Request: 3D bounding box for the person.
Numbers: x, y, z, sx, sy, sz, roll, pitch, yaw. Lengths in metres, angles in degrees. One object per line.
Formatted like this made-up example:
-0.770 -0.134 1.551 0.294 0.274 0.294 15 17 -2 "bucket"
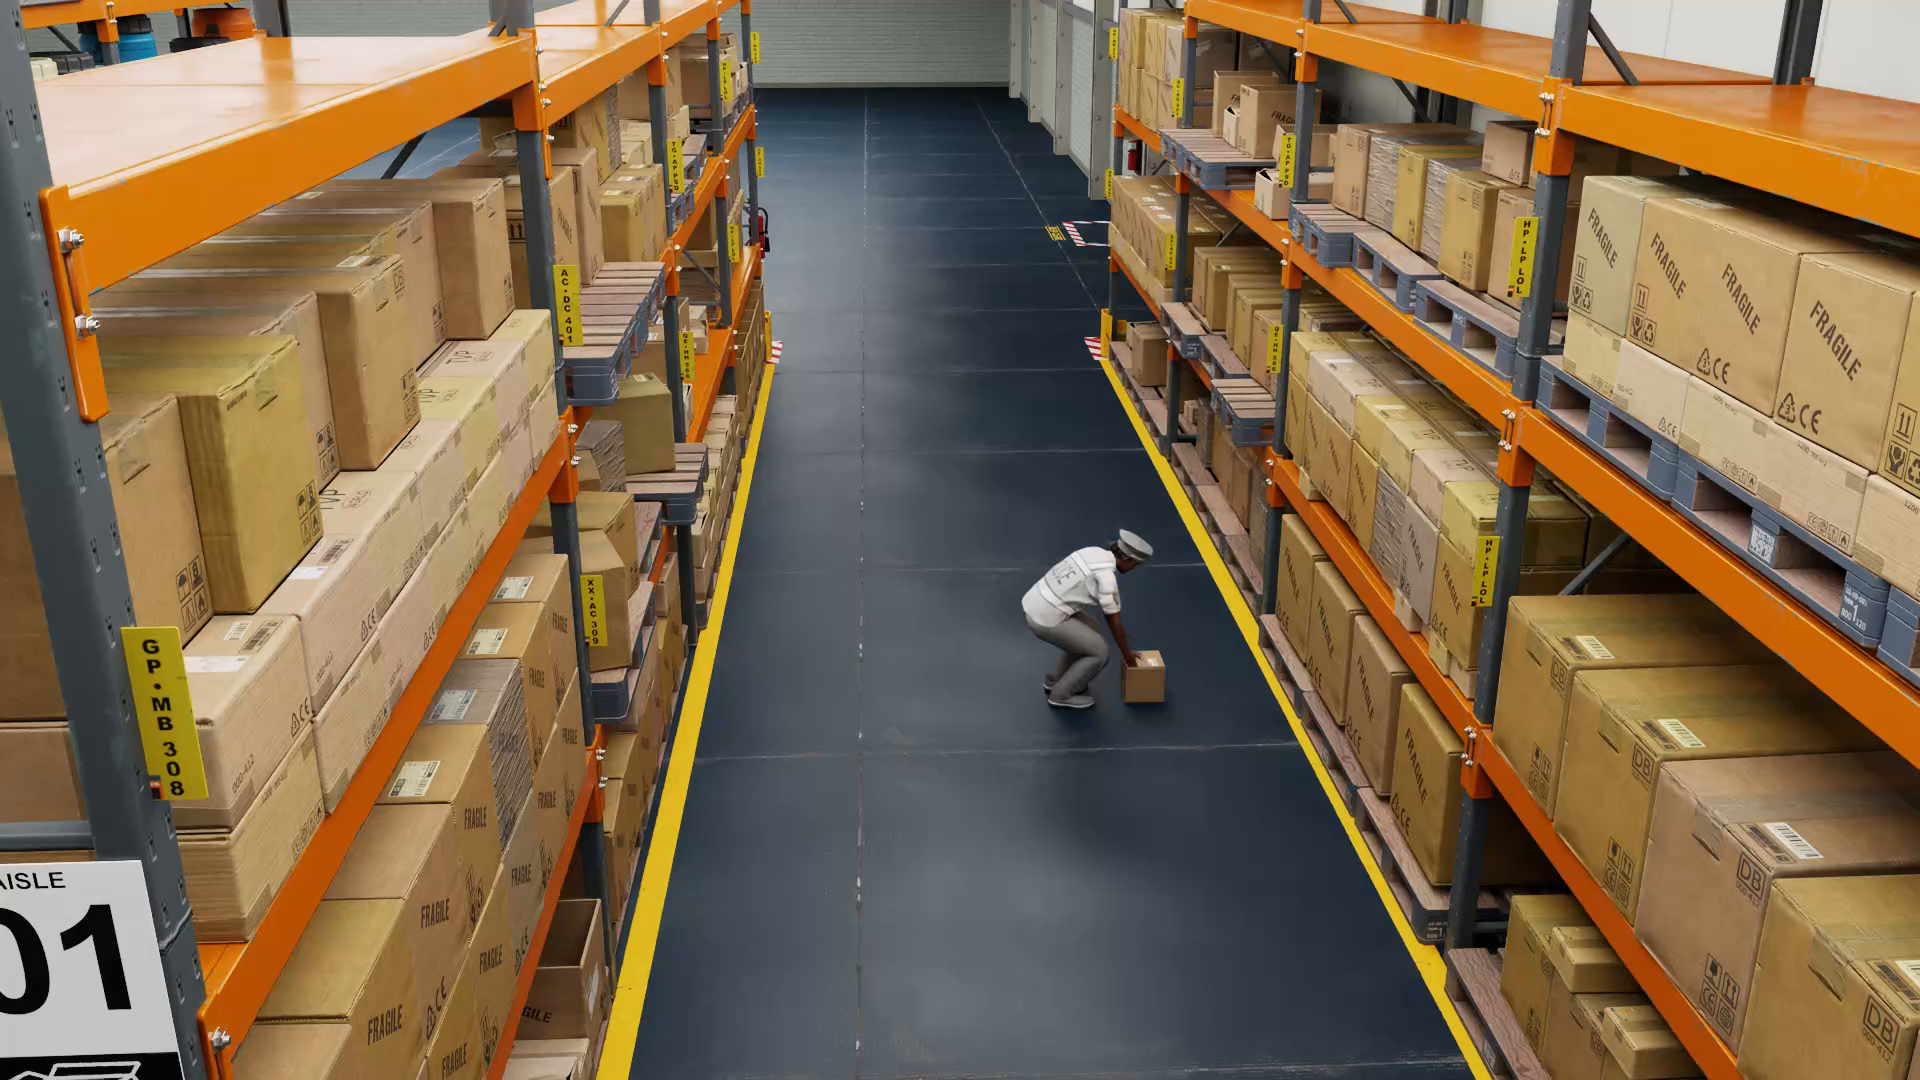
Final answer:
0.805 0.485 10.582 0.828 1.109 0.498 -1 21 -3 "person"
